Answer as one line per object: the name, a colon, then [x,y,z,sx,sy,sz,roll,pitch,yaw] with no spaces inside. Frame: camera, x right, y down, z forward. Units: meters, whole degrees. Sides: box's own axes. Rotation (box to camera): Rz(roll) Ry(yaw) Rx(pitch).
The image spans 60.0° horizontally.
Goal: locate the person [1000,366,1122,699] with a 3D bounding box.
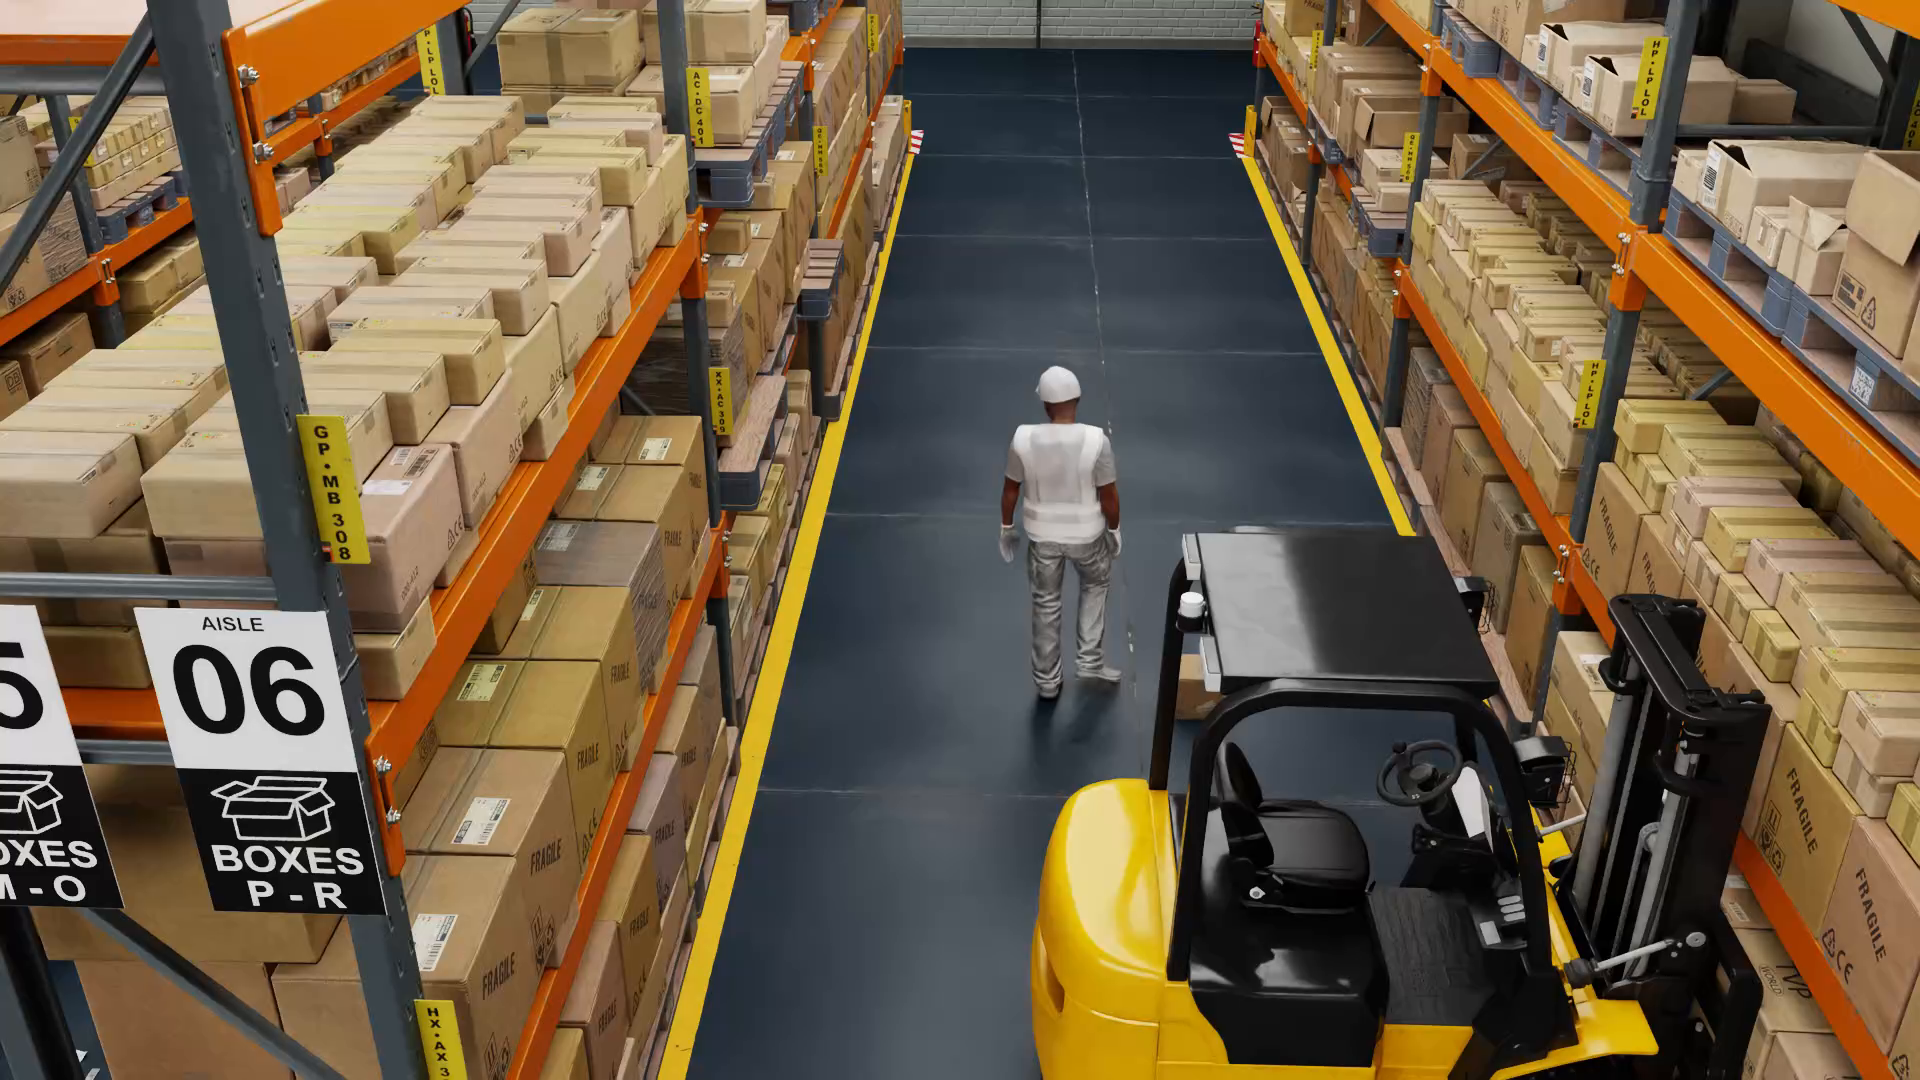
person: [0.540,-0.035,8.627,0.666,1.769,0.452,5,28,9]
